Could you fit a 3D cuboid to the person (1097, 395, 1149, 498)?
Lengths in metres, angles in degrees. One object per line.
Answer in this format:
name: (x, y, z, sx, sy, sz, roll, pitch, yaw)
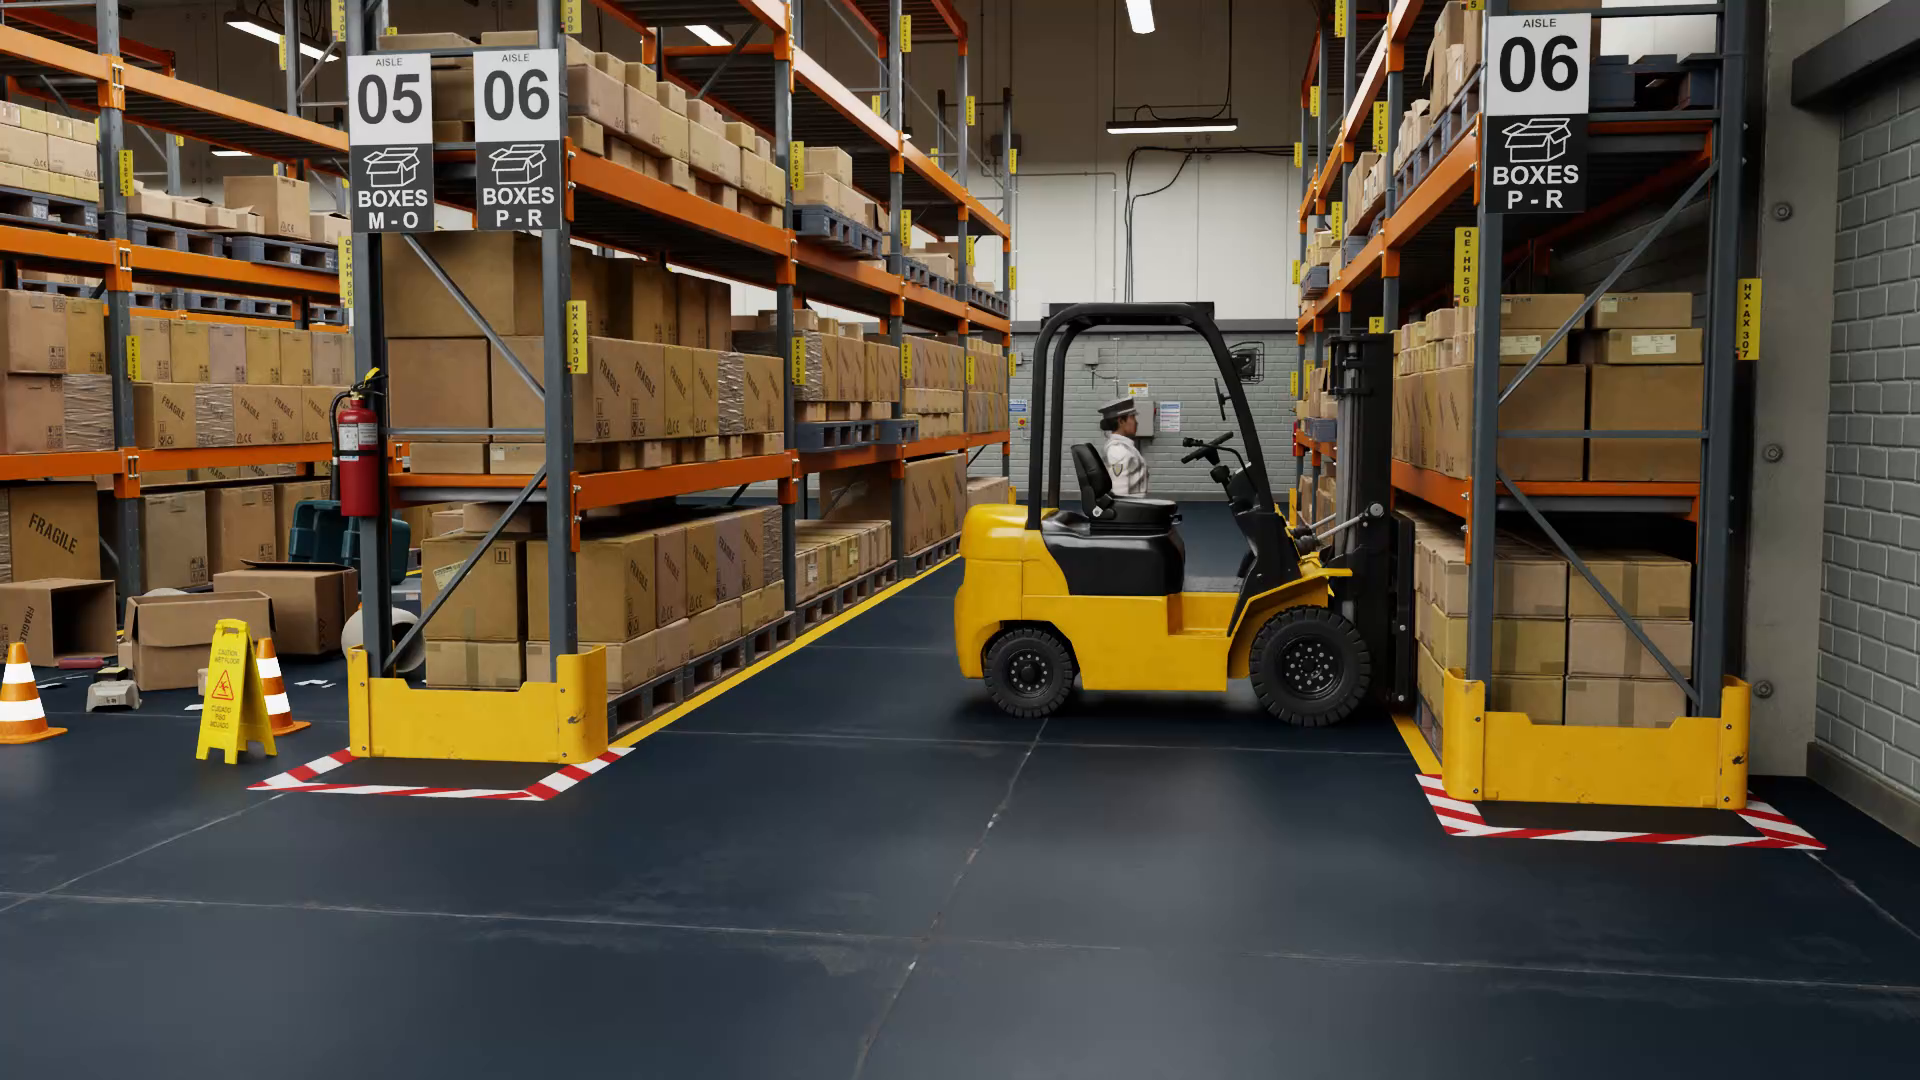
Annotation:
person: (1.071, -0.086, 10.713, 0.497, 1.692, 0.509, 0, 5, 3)
